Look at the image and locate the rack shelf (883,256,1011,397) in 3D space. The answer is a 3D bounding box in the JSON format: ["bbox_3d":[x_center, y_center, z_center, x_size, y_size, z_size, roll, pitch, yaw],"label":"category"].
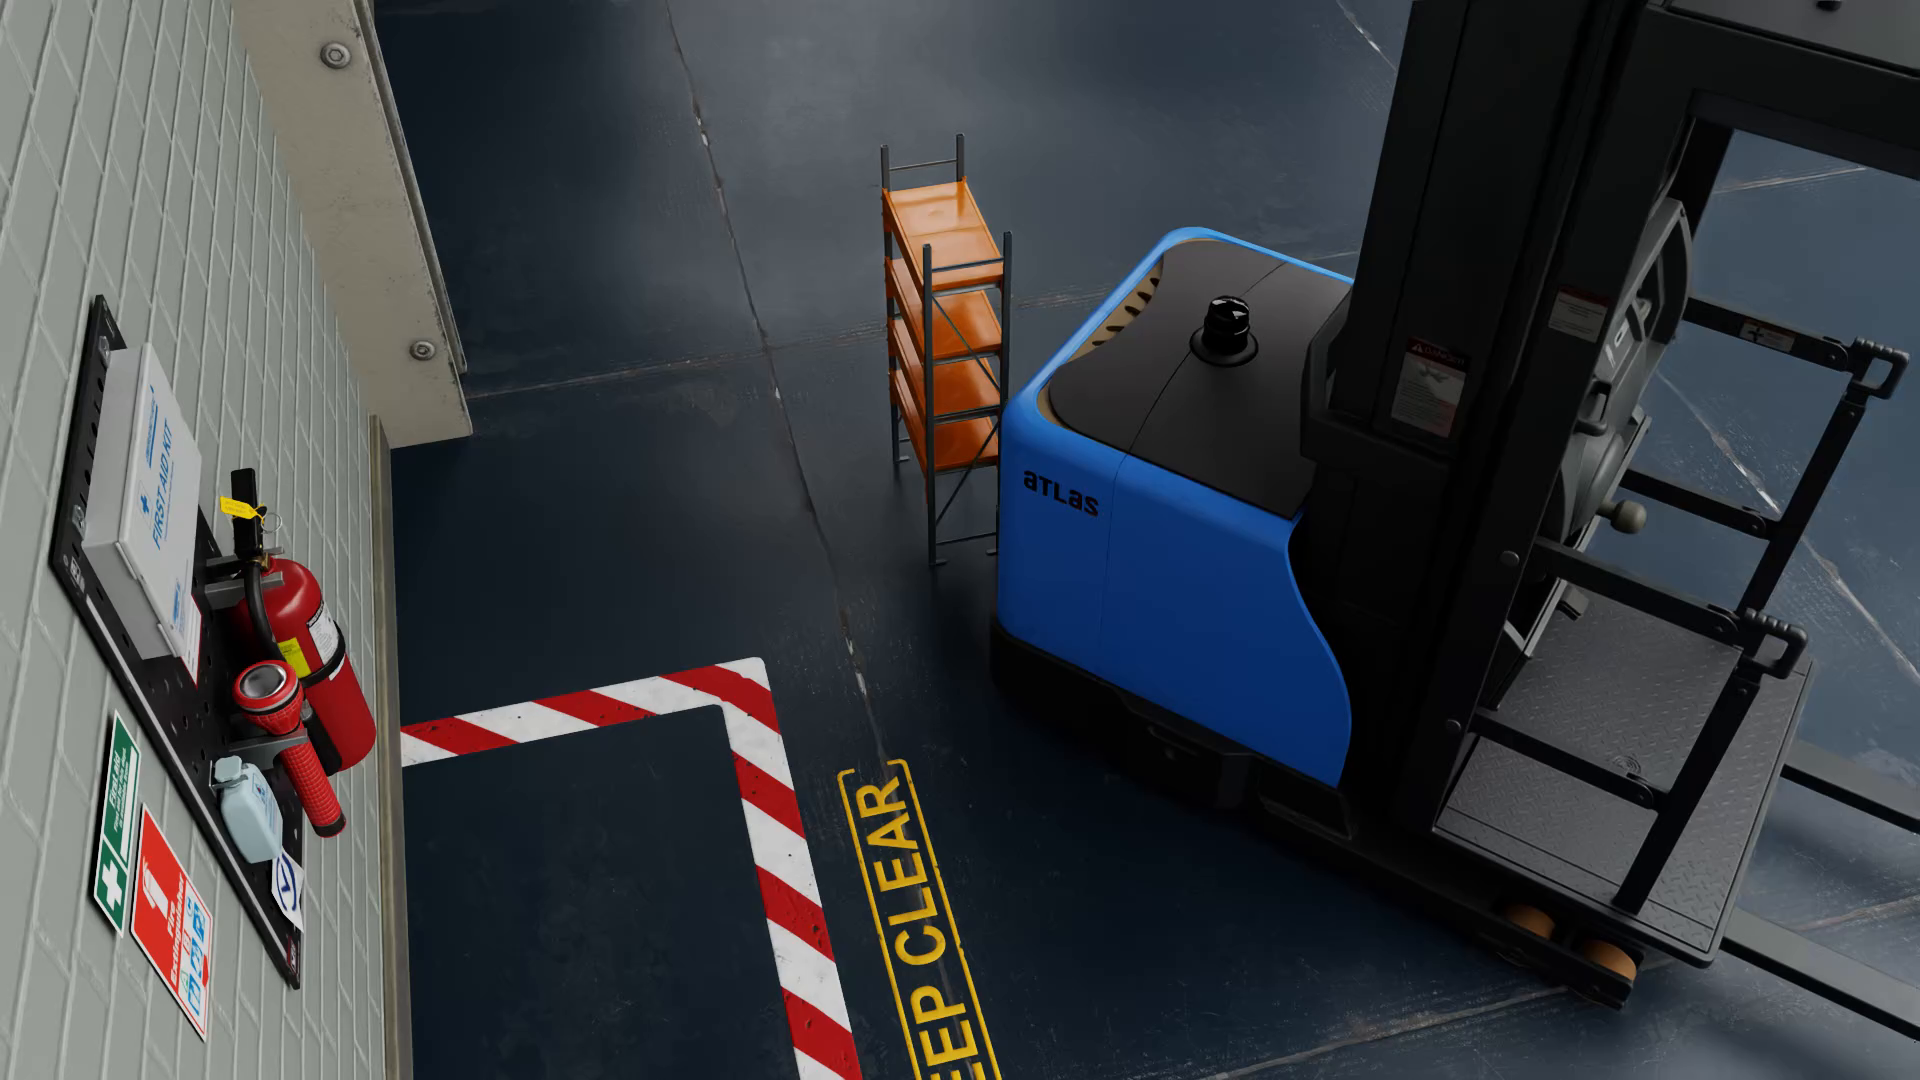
[{"bbox_3d":[-0.042,-0.644,4.822,0.258,0.148,0.480,-11,47,-10],"label":"rack shelf"}]

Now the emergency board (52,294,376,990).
[{"bbox_3d":[-1.245,0.200,2.953,0.194,1.169,0.643,-11,47,-10],"label":"emergency board"}]

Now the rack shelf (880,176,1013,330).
[{"bbox_3d":[-0.042,-0.809,4.653,0.258,0.148,0.480,-11,47,-10],"label":"rack shelf"}]

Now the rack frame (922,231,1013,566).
[{"bbox_3d":[0.020,-0.366,4.768,0.240,1.200,0.015,-11,47,-10],"label":"rack frame"}]

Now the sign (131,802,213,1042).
[{"bbox_3d":[-1.203,0.588,2.548,0.001,0.329,0.234,-11,47,-10],"label":"sign"}]

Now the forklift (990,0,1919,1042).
[{"bbox_3d":[1.606,-0.315,3.506,3.031,2.935,1.130,24,50,22],"label":"forklift"}]

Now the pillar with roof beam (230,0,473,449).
[{"bbox_3d":[2.321,-4.400,3.261,9.100,9.000,0.400,-11,47,-10],"label":"pillar with roof beam"}]

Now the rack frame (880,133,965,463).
[{"bbox_3d":[-0.105,-0.703,5.099,0.240,1.200,0.015,-11,47,-10],"label":"rack frame"}]

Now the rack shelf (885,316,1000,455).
[{"bbox_3d":[-0.042,-0.487,4.982,0.258,0.148,0.480,-11,47,-10],"label":"rack shelf"}]

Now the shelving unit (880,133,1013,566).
[{"bbox_3d":[-0.042,-0.534,4.933,0.258,1.200,0.503,-11,47,-10],"label":"shelving unit"}]

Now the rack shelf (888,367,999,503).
[{"bbox_3d":[-0.042,-0.348,5.123,0.258,0.148,0.480,-11,47,-10],"label":"rack shelf"}]

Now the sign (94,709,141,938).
[{"bbox_3d":[-1.195,0.398,2.364,0.001,0.109,0.331,-11,47,-10],"label":"sign"}]

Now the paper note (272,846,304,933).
[{"bbox_3d":[-1.266,0.643,3.136,0.016,0.148,0.142,-11,47,-10],"label":"paper note"}]
